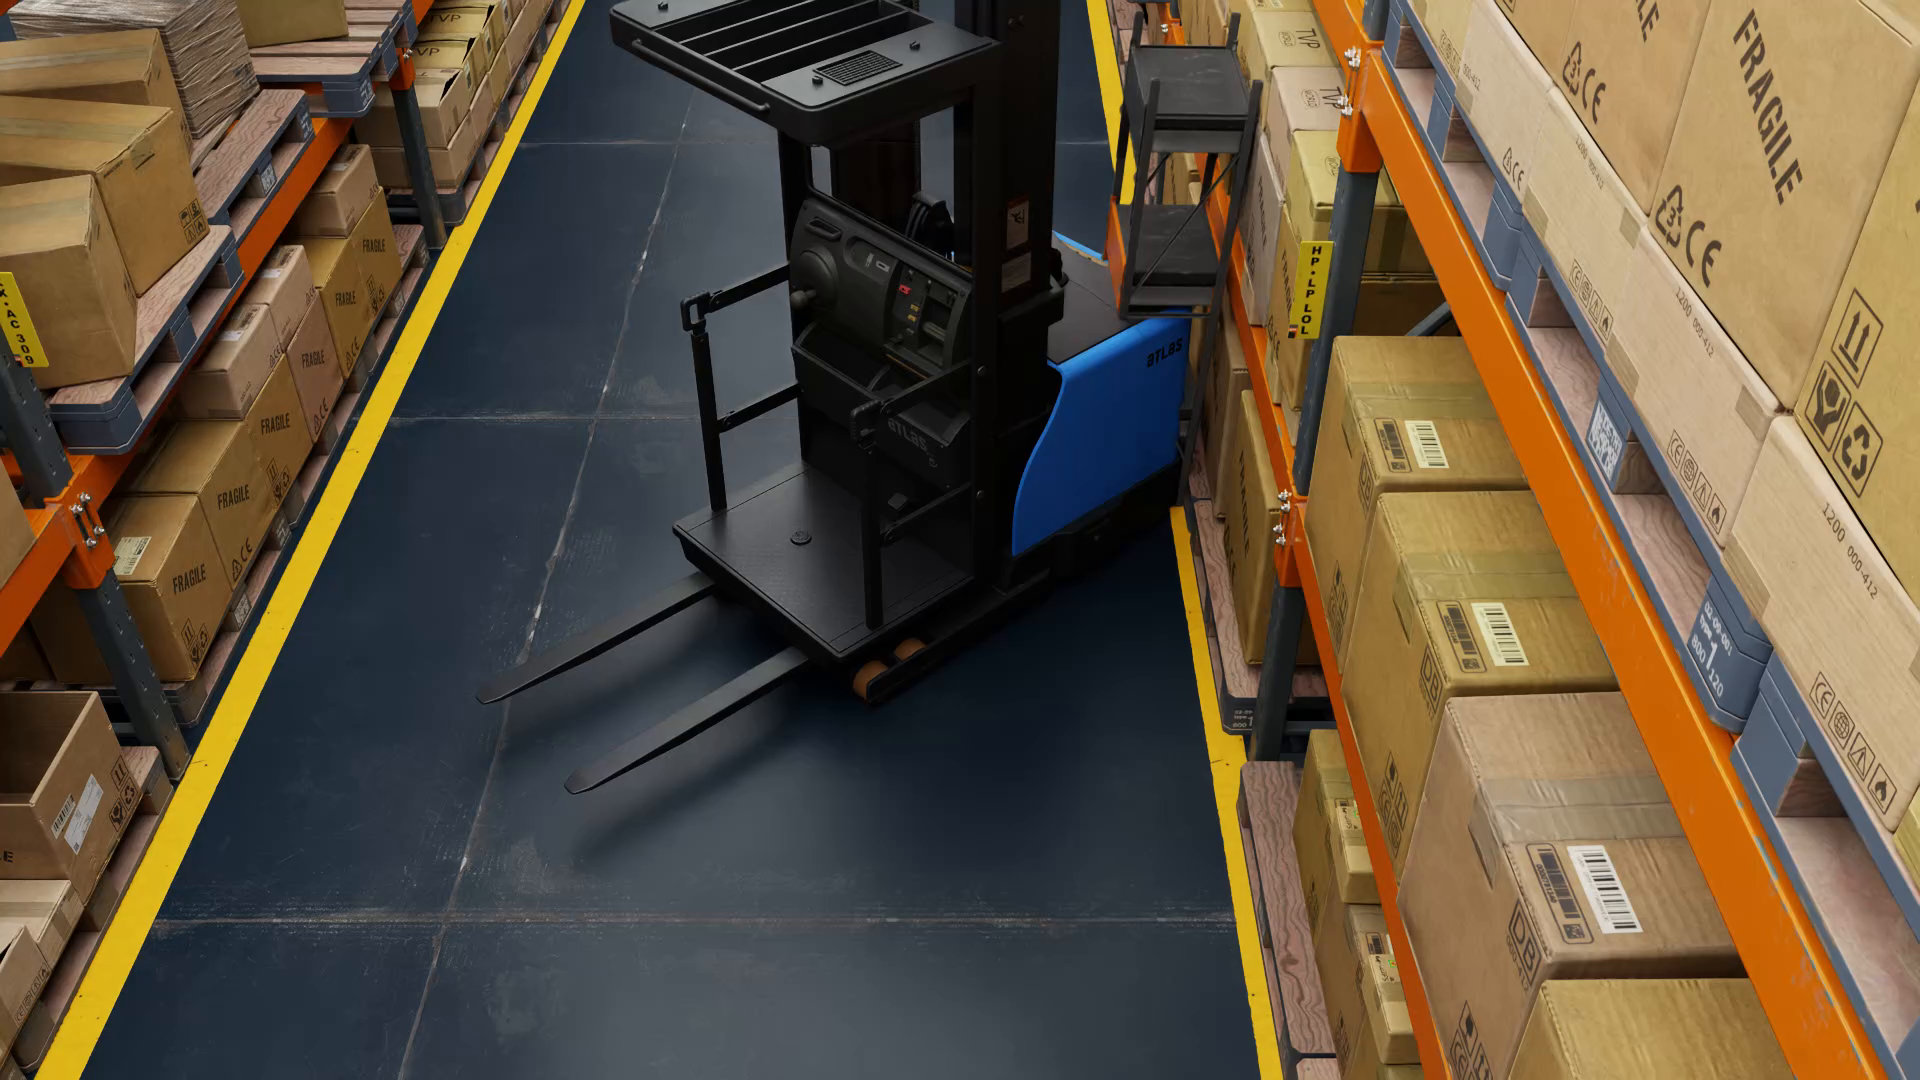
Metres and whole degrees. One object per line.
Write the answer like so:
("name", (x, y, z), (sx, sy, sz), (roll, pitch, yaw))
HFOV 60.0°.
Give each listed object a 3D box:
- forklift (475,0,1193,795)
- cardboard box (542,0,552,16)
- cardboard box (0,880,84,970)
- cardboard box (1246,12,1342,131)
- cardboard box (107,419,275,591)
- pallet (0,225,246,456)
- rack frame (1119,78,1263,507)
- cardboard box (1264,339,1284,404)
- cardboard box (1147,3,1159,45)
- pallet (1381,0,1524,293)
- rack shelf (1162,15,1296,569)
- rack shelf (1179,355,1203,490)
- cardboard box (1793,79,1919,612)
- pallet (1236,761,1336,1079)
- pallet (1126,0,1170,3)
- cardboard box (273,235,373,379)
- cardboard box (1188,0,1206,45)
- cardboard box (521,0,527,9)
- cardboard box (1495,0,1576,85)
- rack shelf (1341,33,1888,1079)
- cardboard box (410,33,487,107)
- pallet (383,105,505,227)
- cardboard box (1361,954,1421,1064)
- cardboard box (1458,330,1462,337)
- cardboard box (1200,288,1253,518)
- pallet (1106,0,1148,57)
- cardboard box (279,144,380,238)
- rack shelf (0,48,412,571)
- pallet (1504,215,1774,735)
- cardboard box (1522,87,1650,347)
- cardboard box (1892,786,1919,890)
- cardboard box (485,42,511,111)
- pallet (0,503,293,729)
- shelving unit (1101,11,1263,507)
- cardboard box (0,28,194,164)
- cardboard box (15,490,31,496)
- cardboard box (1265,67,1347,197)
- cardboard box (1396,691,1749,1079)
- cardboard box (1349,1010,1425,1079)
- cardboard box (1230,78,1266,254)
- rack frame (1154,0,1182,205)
("forklift", (-0.461, -0.879, 6.003), (3.031, 2.935, 1.130), (-30, 47, -32))
("cardboard box", (-3.095, -3.832, 11.496), (0.500, 0.250, 0.500), (-1, 39, -1))
("cardboard box", (-3.031, 1.217, 5.260), (0.380, 0.149, 0.250), (0, 39, 0))
("cardboard box", (1.330, -1.706, 6.047), (0.500, 0.250, 0.500), (1, 39, 1))
("cardboard box", (-3.144, -0.147, 6.681), (0.500, 0.500, 0.500), (0, 39, 1))
("pallet", (-3.267, -0.739, 5.927), (1.003, 0.211, 1.213), (0, 39, 0))
("rack frame", (0.833, -0.892, 6.635), (0.400, 2.100, 0.015), (0, 45, -3))
("cardboard box", (1.271, -0.599, 5.783), (0.380, 0.149, 0.250), (1, 39, 1))
("cardboard box", (1.597, -3.417, 10.762), (0.700, 0.500, 0.500), (0, 39, 0))
("pallet", (1.569, -0.944, 3.702), (1.003, 0.211, 1.213), (0, 39, 0))
("rack shelf", (1.576, -1.290, 7.036), (1.077, 0.370, 4.000), (0, 39, 0))
("rack shelf", (0.793, -0.564, 7.313), (0.431, 0.518, 0.480), (0, 45, -3))
("cardboard box", (1.319, -0.197, 1.802), (0.500, 0.500, 0.500), (1, 39, 1))
("pallet", (1.501, 1.244, 5.529), (1.003, 0.211, 1.213), (0, 39, 0))
("pallet", (1.466, -3.192, 8.988), (1.213, 0.211, 1.003), (0, 39, 0))
("cardboard box", (-3.144, -1.103, 7.875), (0.500, 0.500, 0.500), (-1, 39, -2))
("cardboard box", (1.310, -2.353, 7.454), (0.500, 0.500, 0.500), (1, 39, 1))
("cardboard box", (-3.092, -3.736, 10.928), (0.500, 0.311, 0.500), (0, 39, 0))
("cardboard box", (1.305, -1.160, 3.005), (0.500, 0.500, 0.500), (-1, 39, -1))
("rack shelf", (1.581, 0.041, 2.977), (1.077, 0.370, 4.000), (0, 39, 0))
("cardboard box", (-3.096, -2.781, 9.737), (0.500, 0.311, 0.500), (-1, 39, -1))
("pallet", (-3.342, -2.242, 9.879), (1.003, 0.211, 1.213), (0, 39, 0))
("cardboard box", (1.295, 1.247, 4.440), (0.380, 0.149, 0.250), (-1, 39, -1))
("cardboard box", (1.830, -0.771, 5.479), (0.500, 0.500, 0.500), (-1, 39, -2))
("cardboard box", (1.444, -0.607, 6.992), (0.750, 0.750, 0.750), (1, 39, 1))
("pallet", (1.571, -3.748, 11.758), (1.003, 0.211, 1.213), (0, 39, 0))
("cardboard box", (-3.140, -1.684, 8.001), (0.500, 0.250, 0.500), (1, 39, 2))
("rack shelf", (-3.378, -1.284, 7.029), (1.077, 0.370, 4.000), (0, 39, 0))
("pallet", (1.567, -0.183, 2.752), (1.003, 0.211, 1.213), (0, 39, 0))
("cardboard box", (1.310, -0.563, 2.860), (0.500, 0.250, 0.500), (-1, 39, -1))
("cardboard box", (1.317, 0.409, 1.647), (0.500, 0.250, 0.500), (1, 39, 1))
("cardboard box", (-3.095, -2.874, 10.300), (0.500, 0.250, 0.500), (-1, 39, -1))
("pallet", (-3.414, 0.265, 6.750), (1.003, 0.211, 1.213), (0, 39, 0))
("shelving unit", (0.823, -1.065, 6.807), (0.431, 2.100, 0.503), (0, 45, -3))
("cardboard box", (-3.439, -1.622, 6.459), (0.700, 0.500, 0.500), (-9, 40, -11))
("cardboard box", (-3.655, -0.128, 6.658), (0.500, 0.500, 0.500), (0, 39, 0))
("cardboard box", (1.331, -1.387, 5.649), (0.500, 0.250, 0.500), (1, 39, 1))
("cardboard box", (1.569, 0.814, 3.596), (0.980, 0.700, 0.700), (-2, 39, -2))
("cardboard box", (1.472, 1.594, 4.525), (0.700, 0.500, 0.500), (1, 39, 1))
("cardboard box", (1.323, -1.405, 6.270), (0.500, 0.500, 0.500), (0, 39, 0))
("rack frame", (1.574, -2.821, 8.372), (1.000, 3.000, 0.127), (0, 39, 0))
